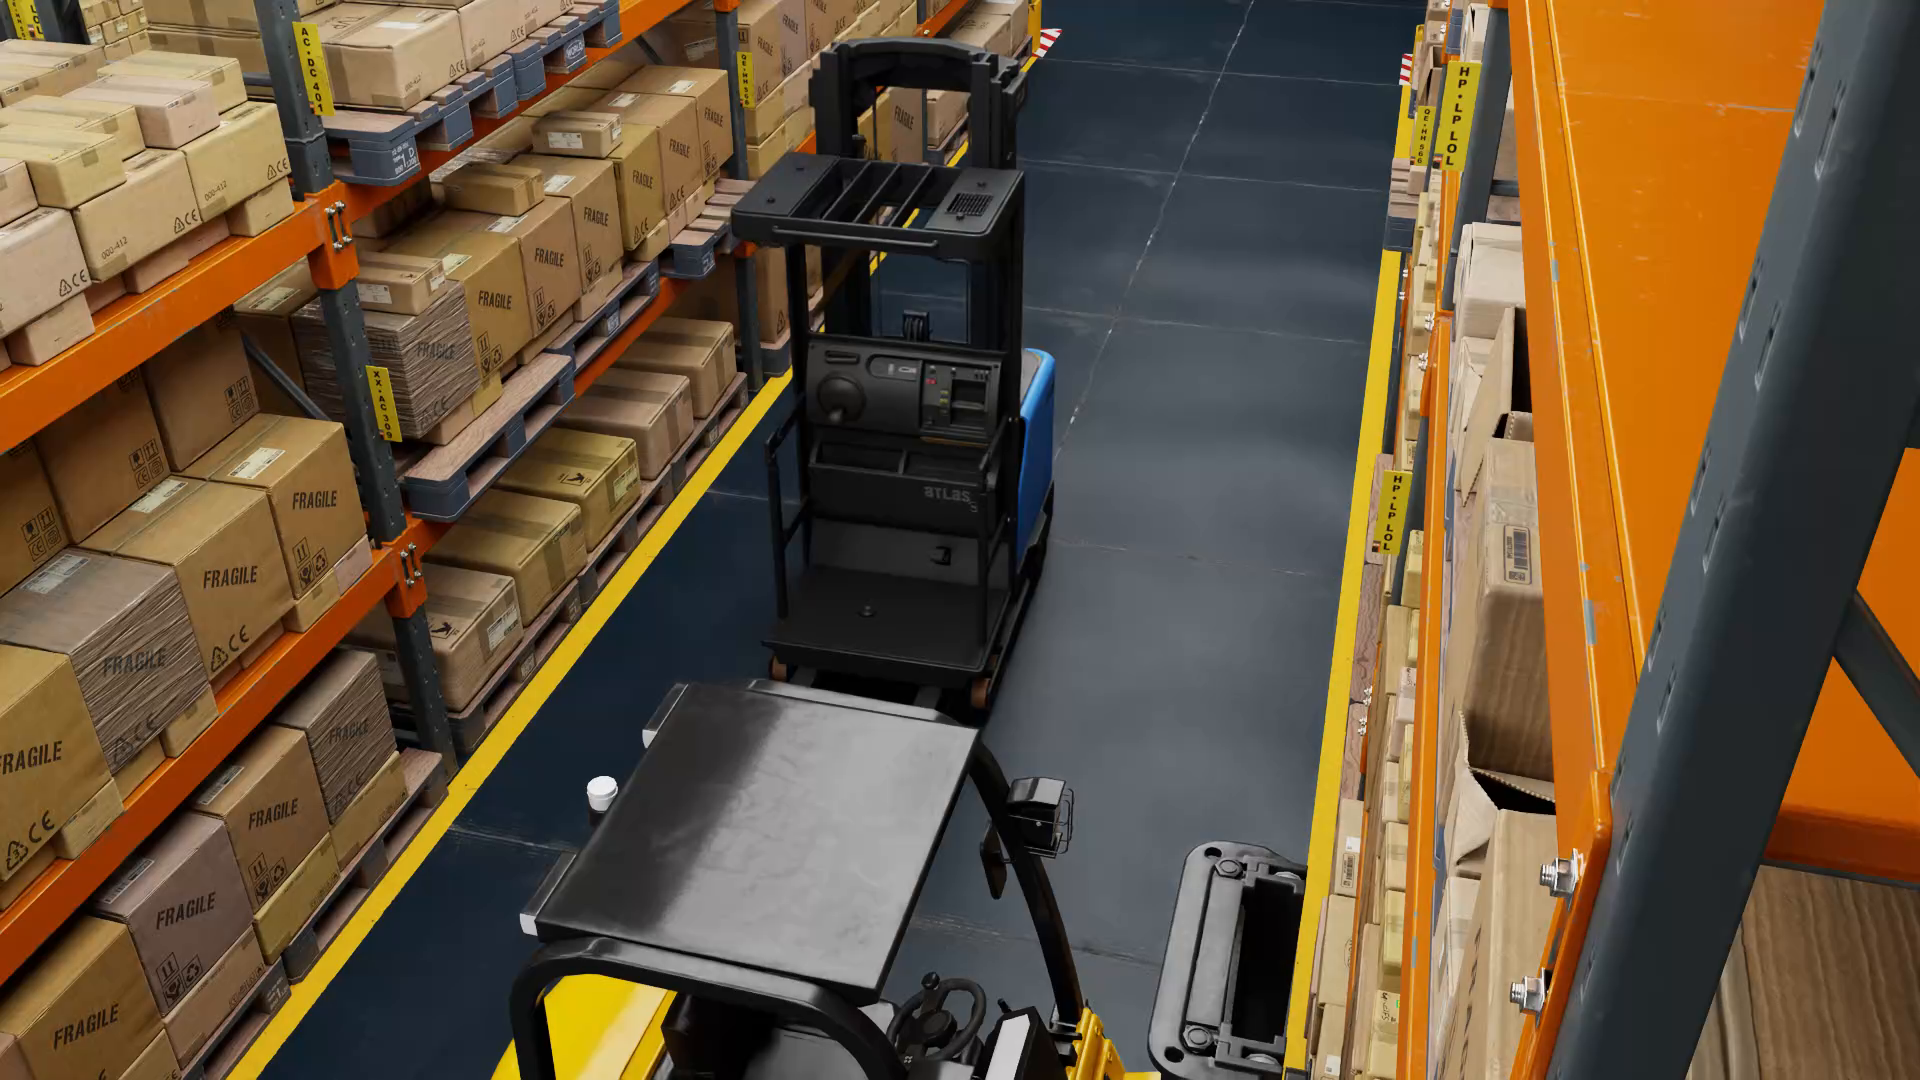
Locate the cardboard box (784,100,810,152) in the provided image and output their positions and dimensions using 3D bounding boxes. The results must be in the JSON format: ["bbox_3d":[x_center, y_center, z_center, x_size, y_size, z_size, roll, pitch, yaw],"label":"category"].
[{"bbox_3d":[-1.306,-2.741,10.975,0.500,0.250,0.500,7,33,11],"label":"cardboard box"}]

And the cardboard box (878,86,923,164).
[{"bbox_3d":[-0.851,-3.339,13.366,0.875,0.875,0.875,9,34,14],"label":"cardboard box"}]

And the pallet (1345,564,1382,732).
[{"bbox_3d":[2.457,0.588,8.198,1.003,0.211,1.213,8,33,12],"label":"pallet"}]

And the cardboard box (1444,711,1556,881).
[{"bbox_3d":[0.966,0.478,2.617,0.396,0.266,0.258,8,33,13],"label":"cardboard box"}]

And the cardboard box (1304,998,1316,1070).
[{"bbox_3d":[1.443,1.888,5.725,0.500,0.250,0.500,7,33,11],"label":"cardboard box"}]

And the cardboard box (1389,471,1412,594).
[{"bbox_3d":[1.878,-0.004,6.203,0.500,0.250,0.500,7,33,11],"label":"cardboard box"}]

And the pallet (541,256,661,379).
[{"bbox_3d":[-2.249,-1.202,8.593,1.003,0.211,1.213,8,33,12],"label":"pallet"}]

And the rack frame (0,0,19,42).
[{"bbox_3d":[-6.600,-2.937,11.144,1.000,3.000,0.127,8,33,12],"label":"rack frame"}]

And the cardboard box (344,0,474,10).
[{"bbox_3d":[-2.149,-2.340,6.690,0.500,0.250,0.500,7,33,11],"label":"cardboard box"}]

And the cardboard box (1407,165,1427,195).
[{"bbox_3d":[2.811,-2.106,9.680,0.380,0.149,0.250,9,33,13],"label":"cardboard box"}]

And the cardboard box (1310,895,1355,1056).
[{"bbox_3d":[1.435,1.467,5.455,0.500,0.250,0.500,8,33,12],"label":"cardboard box"}]

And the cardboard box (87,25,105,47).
[{"bbox_3d":[-6.217,-3.499,11.593,0.380,0.149,0.250,10,34,15],"label":"cardboard box"}]

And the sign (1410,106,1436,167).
[{"bbox_3d":[2.488,-2.166,8.926,0.100,0.325,0.005,8,33,12],"label":"sign"}]

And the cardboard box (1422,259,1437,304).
[{"bbox_3d":[2.332,-1.161,7.653,0.380,0.149,0.250,9,33,13],"label":"cardboard box"}]

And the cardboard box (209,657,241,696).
[{"bbox_3d":[-2.863,0.457,6.040,0.380,0.149,0.250,8,33,12],"label":"cardboard box"}]

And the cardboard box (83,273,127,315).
[{"bbox_3d":[-2.888,-0.814,5.243,0.380,0.149,0.250,7,33,11],"label":"cardboard box"}]

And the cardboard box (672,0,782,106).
[{"bbox_3d":[-1.425,-3.003,10.222,0.500,0.500,0.500,7,33,11],"label":"cardboard box"}]

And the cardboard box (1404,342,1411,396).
[{"bbox_3d":[2.410,-0.853,8.006,0.500,0.250,0.500,7,33,11],"label":"cardboard box"}]

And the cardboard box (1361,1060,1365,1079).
[{"bbox_3d":[1.104,1.306,3.771,0.380,0.149,0.250,8,33,13],"label":"cardboard box"}]

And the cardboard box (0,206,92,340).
[{"bbox_3d":[-2.924,-0.777,4.813,0.500,0.250,0.500,7,33,12],"label":"cardboard box"}]

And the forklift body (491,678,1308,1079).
[{"bbox_3d":[-0.298,1.635,4.743,2.313,2.155,1.214,8,33,12],"label":"forklift body"}]

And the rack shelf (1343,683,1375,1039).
[{"bbox_3d":[1.493,1.775,4.402,1.077,0.370,4.000,8,33,12],"label":"rack shelf"}]

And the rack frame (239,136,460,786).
[{"bbox_3d":[-2.802,-0.240,6.902,1.000,3.000,0.127,8,33,12],"label":"rack frame"}]

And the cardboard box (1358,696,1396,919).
[{"bbox_3d":[1.519,0.859,5.080,0.500,0.500,0.500,9,33,13],"label":"cardboard box"}]

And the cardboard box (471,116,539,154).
[{"bbox_3d":[-2.378,-1.911,8.768,0.500,0.500,0.500,9,33,13],"label":"cardboard box"}]

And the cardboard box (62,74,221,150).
[{"bbox_3d":[-2.663,-1.397,5.416,0.380,0.149,0.250,7,33,11],"label":"cardboard box"}]

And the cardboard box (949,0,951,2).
[{"bbox_3d":[-0.268,-4.902,14.142,0.500,0.500,0.500,8,33,13],"label":"cardboard box"}]

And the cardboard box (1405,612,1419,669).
[{"bbox_3d":[1.601,0.382,5.225,0.380,0.149,0.250,9,33,14],"label":"cardboard box"}]

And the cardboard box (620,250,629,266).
[{"bbox_3d":[-1.974,-1.512,8.744,0.380,0.149,0.250,8,33,13],"label":"cardboard box"}]

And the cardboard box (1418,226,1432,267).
[{"bbox_3d":[2.538,-1.333,8.294,0.500,0.250,0.500,9,34,14],"label":"cardboard box"}]

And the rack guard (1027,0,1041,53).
[{"bbox_3d":[0.250,-5.425,17.387,1.175,0.500,0.348,8,33,12],"label":"rack guard"}]

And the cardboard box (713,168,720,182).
[{"bbox_3d":[-1.642,-2.185,9.803,0.380,0.149,0.250,9,34,14],"label":"cardboard box"}]

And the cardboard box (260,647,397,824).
[{"bbox_3d":[-2.692,0.770,6.785,0.500,0.500,0.500,8,33,12],"label":"cardboard box"}]

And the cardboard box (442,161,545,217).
[{"bbox_3d":[-2.164,-1.632,7.725,0.380,0.149,0.250,10,34,15],"label":"cardboard box"}]

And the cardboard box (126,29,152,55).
[{"bbox_3d":[-6.088,-3.633,12.081,0.380,0.149,0.250,10,34,15],"label":"cardboard box"}]

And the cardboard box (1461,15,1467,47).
[{"bbox_3d":[2.181,-1.958,6.557,0.380,0.149,0.250,8,33,12],"label":"cardboard box"}]

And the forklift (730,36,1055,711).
[{"bbox_3d":[-0.316,-0.640,7.595,1.130,2.935,3.031,7,33,11],"label":"forklift"}]

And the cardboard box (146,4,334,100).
[{"bbox_3d":[-2.794,-1.943,6.532,0.500,0.250,0.500,7,33,11],"label":"cardboard box"}]

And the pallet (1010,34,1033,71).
[{"bbox_3d":[0.116,-4.865,16.776,1.003,0.211,1.213,8,33,12],"label":"pallet"}]

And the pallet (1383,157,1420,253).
[{"bbox_3d":[3.120,-1.922,9.726,1.213,0.211,1.003,8,33,12],"label":"pallet"}]

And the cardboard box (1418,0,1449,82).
[{"bbox_3d":[3.560,-3.448,11.463,0.700,0.500,0.500,8,33,13],"label":"cardboard box"}]

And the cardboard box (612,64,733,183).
[{"bbox_3d":[-1.633,-2.387,9.517,0.500,0.500,0.500,7,33,11],"label":"cardboard box"}]

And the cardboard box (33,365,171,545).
[{"bbox_3d":[-3.274,-0.369,5.802,0.700,0.500,0.500,8,33,13],"label":"cardboard box"}]

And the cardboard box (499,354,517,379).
[{"bbox_3d":[-2.286,-0.841,7.689,0.380,0.149,0.250,10,34,15],"label":"cardboard box"}]

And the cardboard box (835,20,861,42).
[{"bbox_3d":[-1.007,-3.479,11.671,0.500,0.250,0.500,9,33,13],"label":"cardboard box"}]

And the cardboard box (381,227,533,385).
[{"bbox_3d":[-2.279,-1.049,7.413,0.500,0.500,0.500,8,33,13],"label":"cardboard box"}]

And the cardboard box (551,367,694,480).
[{"bbox_3d":[-2.119,-0.708,9.696,0.950,0.372,0.625,7,33,11],"label":"cardboard box"}]

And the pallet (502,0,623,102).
[{"bbox_3d":[-2.282,-2.271,7.476,1.213,0.211,1.003,8,33,12],"label":"pallet"}]

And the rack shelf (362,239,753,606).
[{"bbox_3d":[-2.294,-0.974,8.727,1.077,0.370,4.000,8,33,12],"label":"rack shelf"}]

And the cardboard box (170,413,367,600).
[{"bbox_3d":[-2.674,-0.143,6.379,0.500,0.500,0.500,7,33,11],"label":"cardboard box"}]

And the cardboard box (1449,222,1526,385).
[{"bbox_3d":[1.554,-0.615,4.294,0.500,0.311,0.500,9,33,13],"label":"cardboard box"}]
